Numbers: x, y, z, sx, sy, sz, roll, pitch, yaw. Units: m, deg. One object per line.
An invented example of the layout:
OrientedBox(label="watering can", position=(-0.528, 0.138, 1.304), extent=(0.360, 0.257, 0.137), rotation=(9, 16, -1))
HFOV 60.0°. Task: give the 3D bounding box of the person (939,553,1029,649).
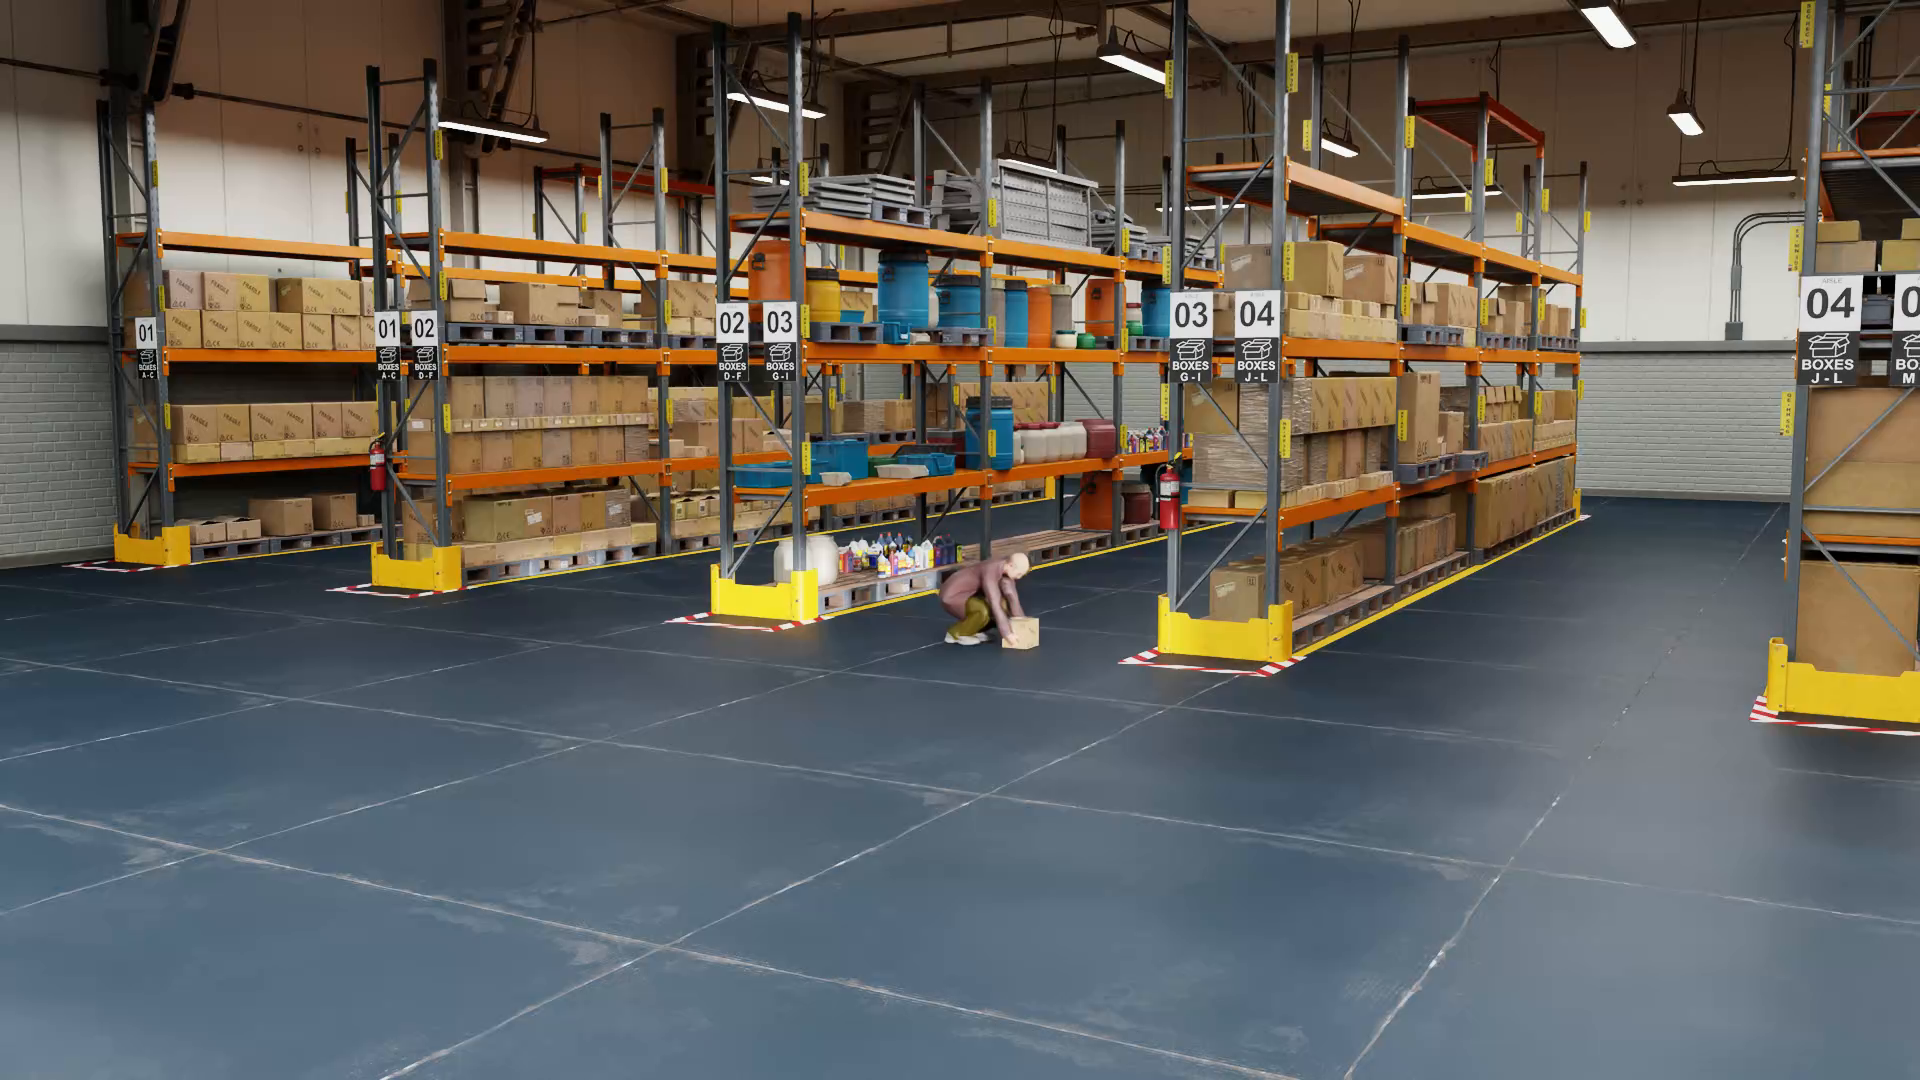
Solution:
OrientedBox(label="person", position=(0.235, 0.564, 15.379), extent=(0.909, 0.855, 0.595), rotation=(3, 7, 29))
